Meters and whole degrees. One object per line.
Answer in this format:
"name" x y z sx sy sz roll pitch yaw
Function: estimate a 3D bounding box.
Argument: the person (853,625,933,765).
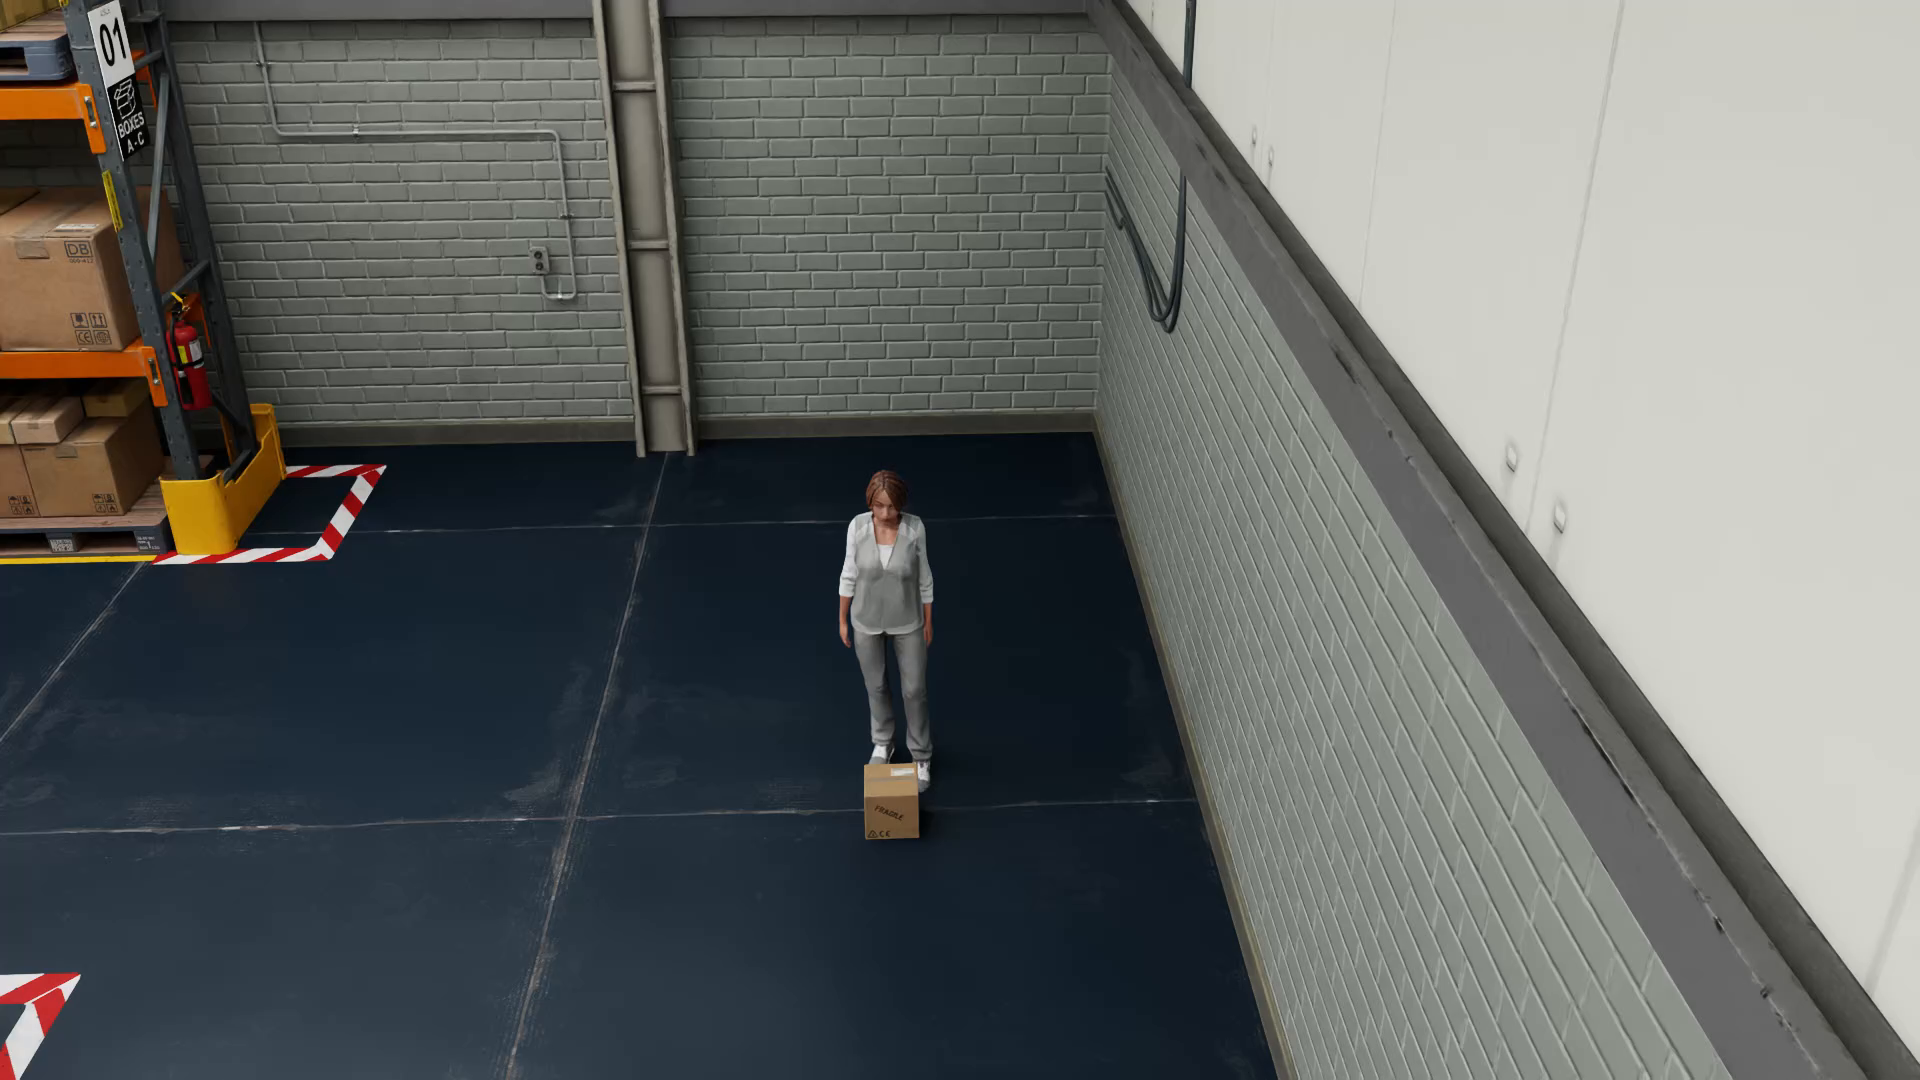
"person" -0.318 0.648 8.008 0.383 0.882 0.298 2 28 3
